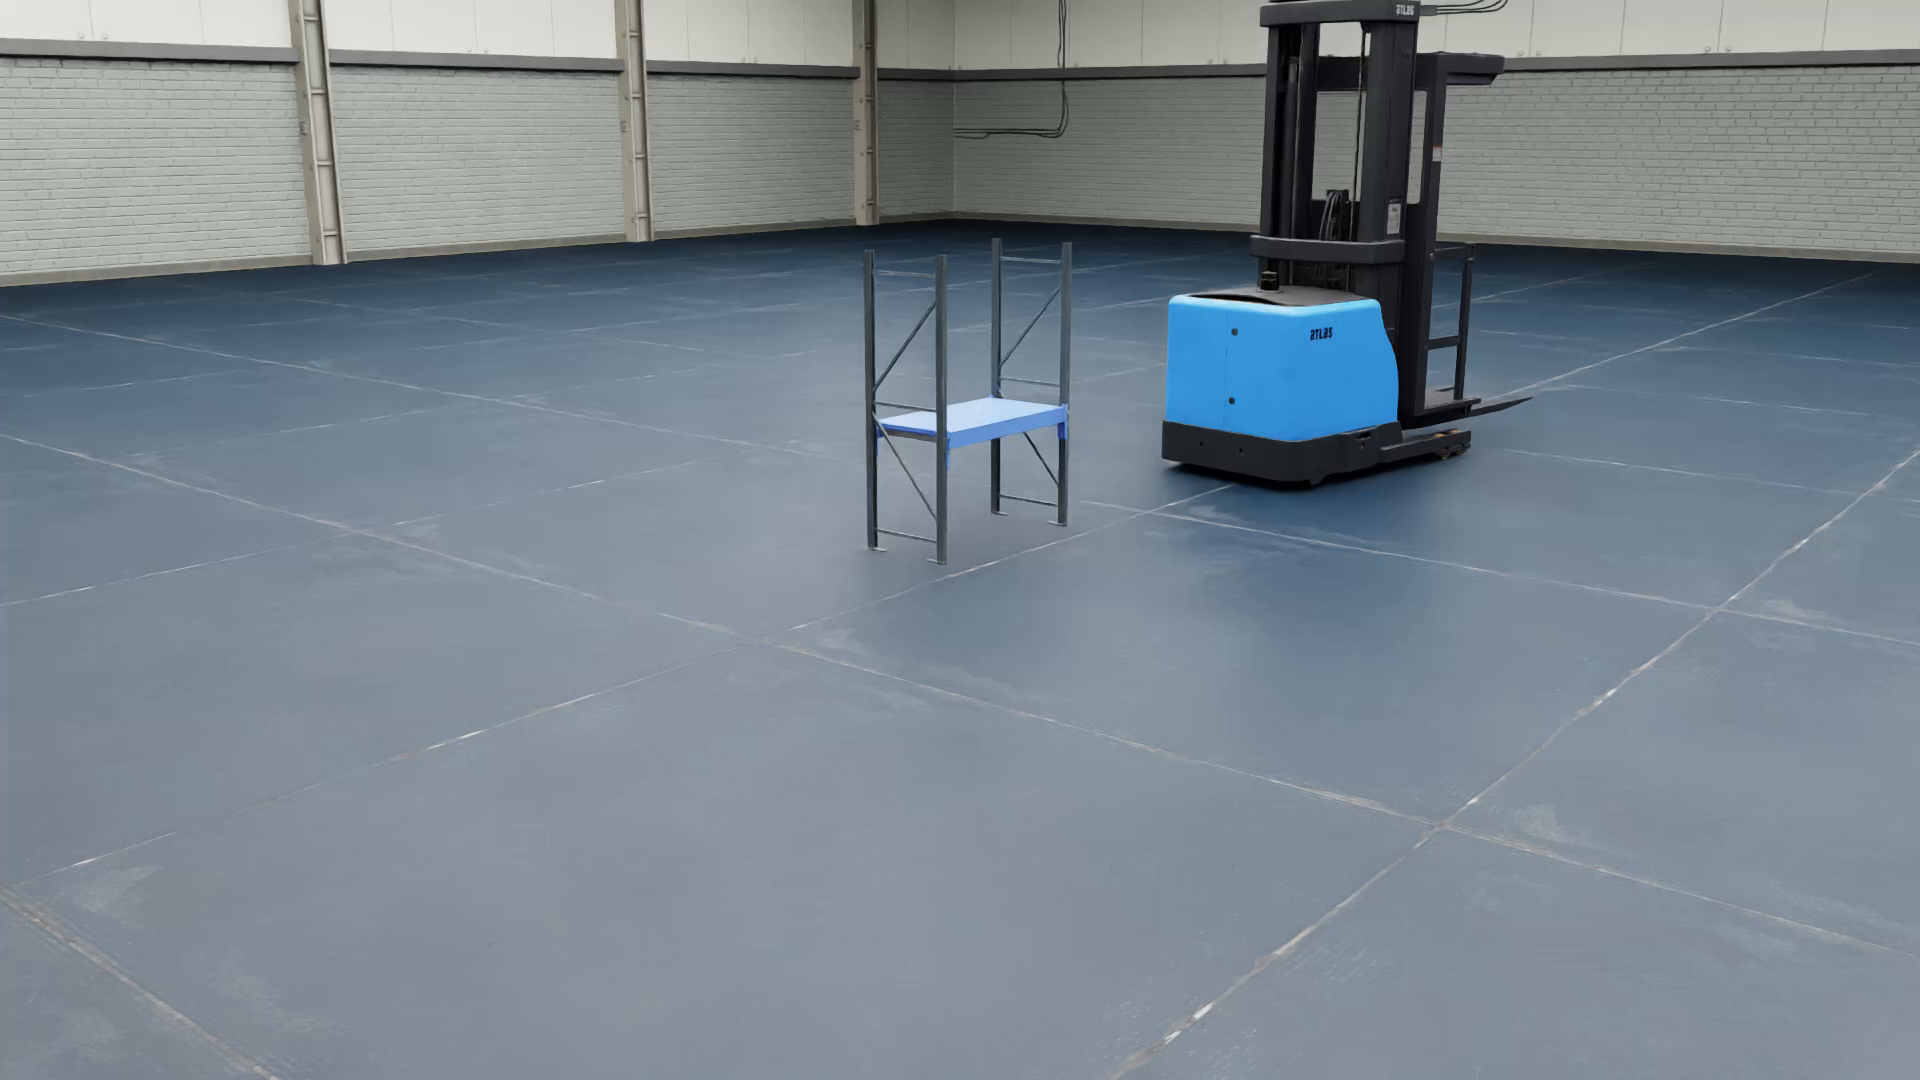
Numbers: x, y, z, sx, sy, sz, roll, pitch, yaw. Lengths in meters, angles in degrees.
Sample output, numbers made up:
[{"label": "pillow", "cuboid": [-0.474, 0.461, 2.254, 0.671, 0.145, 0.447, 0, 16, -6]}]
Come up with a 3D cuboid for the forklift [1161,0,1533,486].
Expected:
[{"label": "forklift", "cuboid": [2.684, -2.022, 10.631, 3.031, 2.935, 1.130, -13, 19, -41]}]

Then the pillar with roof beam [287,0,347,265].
[{"label": "pillar with roof beam", "cuboid": [-6.089, -7.832, 21.178, 9.100, 9.000, 0.400, 11, 18, 38]}]

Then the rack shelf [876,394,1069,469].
[{"label": "rack shelf", "cuboid": [0.054, -0.569, 8.547, 0.538, 0.185, 1.000, 11, 18, 38]}]

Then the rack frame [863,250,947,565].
[{"label": "rack frame", "cuboid": [-0.266, -0.646, 8.119, 0.500, 1.500, 0.032, 11, 18, 38]}]

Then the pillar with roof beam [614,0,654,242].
[{"label": "pillar with roof beam", "cuboid": [-2.318, -8.981, 25.701, 9.100, 9.000, 0.400, 11, 18, 38]}]

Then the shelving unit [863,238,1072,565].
[{"label": "shelving unit", "cuboid": [0.054, -0.743, 8.503, 0.538, 1.500, 1.048, 11, 18, 38]}]

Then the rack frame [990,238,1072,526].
[{"label": "rack frame", "cuboid": [0.373, -0.841, 8.886, 0.500, 1.500, 0.032, 11, 18, 38]}]

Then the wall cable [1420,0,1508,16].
[{"label": "wall cable", "cuboid": [8.359, -11.332, 28.048, 2.305, 6.003, 0.169, 11, 18, 38]}]

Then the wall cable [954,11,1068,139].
[{"label": "wall cable", "cuboid": [0.985, -9.651, 34.644, 3.097, 2.526, 0.112, 11, 18, 38]}]

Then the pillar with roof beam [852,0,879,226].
[{"label": "pillar with roof beam", "cuboid": [1.453, -10.130, 30.224, 9.100, 9.000, 0.400, 11, 18, 38]}]

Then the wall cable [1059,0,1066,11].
[{"label": "wall cable", "cuboid": [3.089, -11.680, 32.374, 3.097, 2.526, 0.112, 11, 18, 38]}]
